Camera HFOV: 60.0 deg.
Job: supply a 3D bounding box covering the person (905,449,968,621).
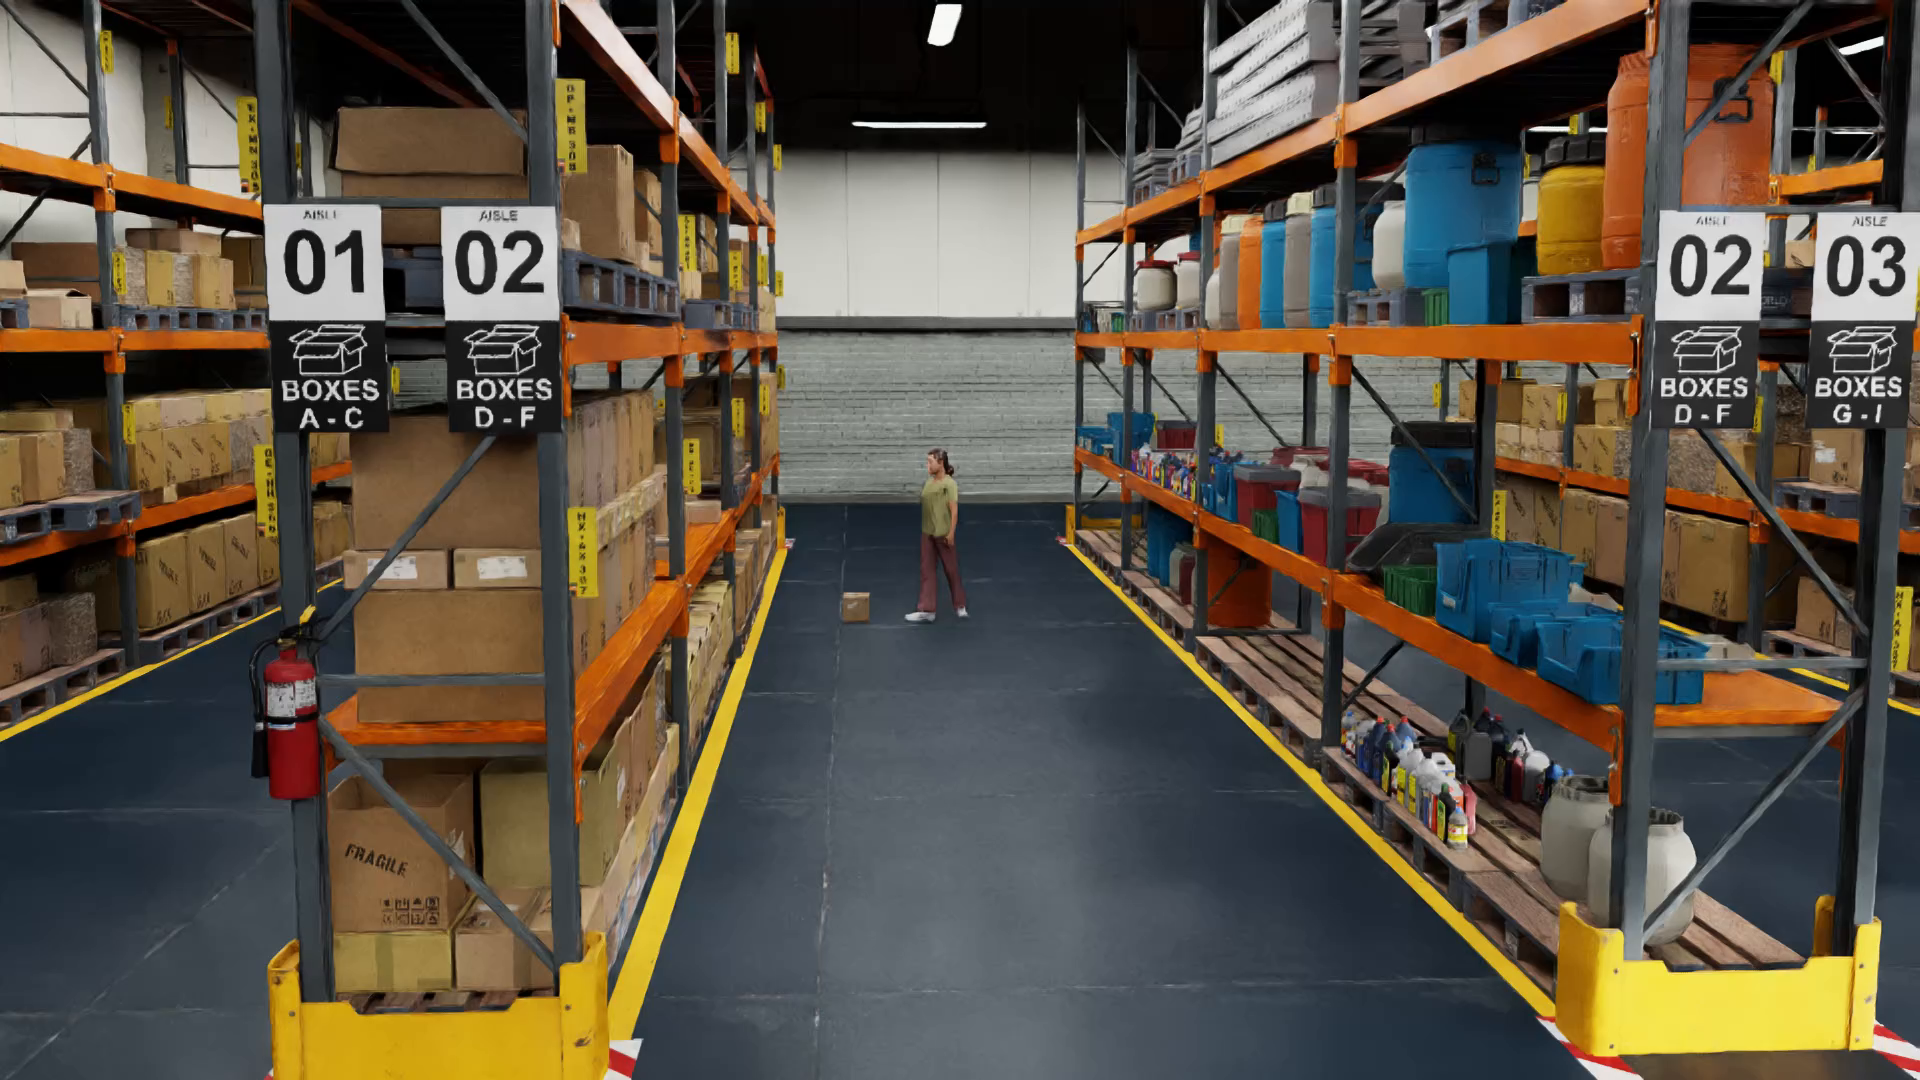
[{"bbox_3d":[-0.215,-0.057,16.215,0.513,1.667,0.639,7,10,44],"label":"person"}]
